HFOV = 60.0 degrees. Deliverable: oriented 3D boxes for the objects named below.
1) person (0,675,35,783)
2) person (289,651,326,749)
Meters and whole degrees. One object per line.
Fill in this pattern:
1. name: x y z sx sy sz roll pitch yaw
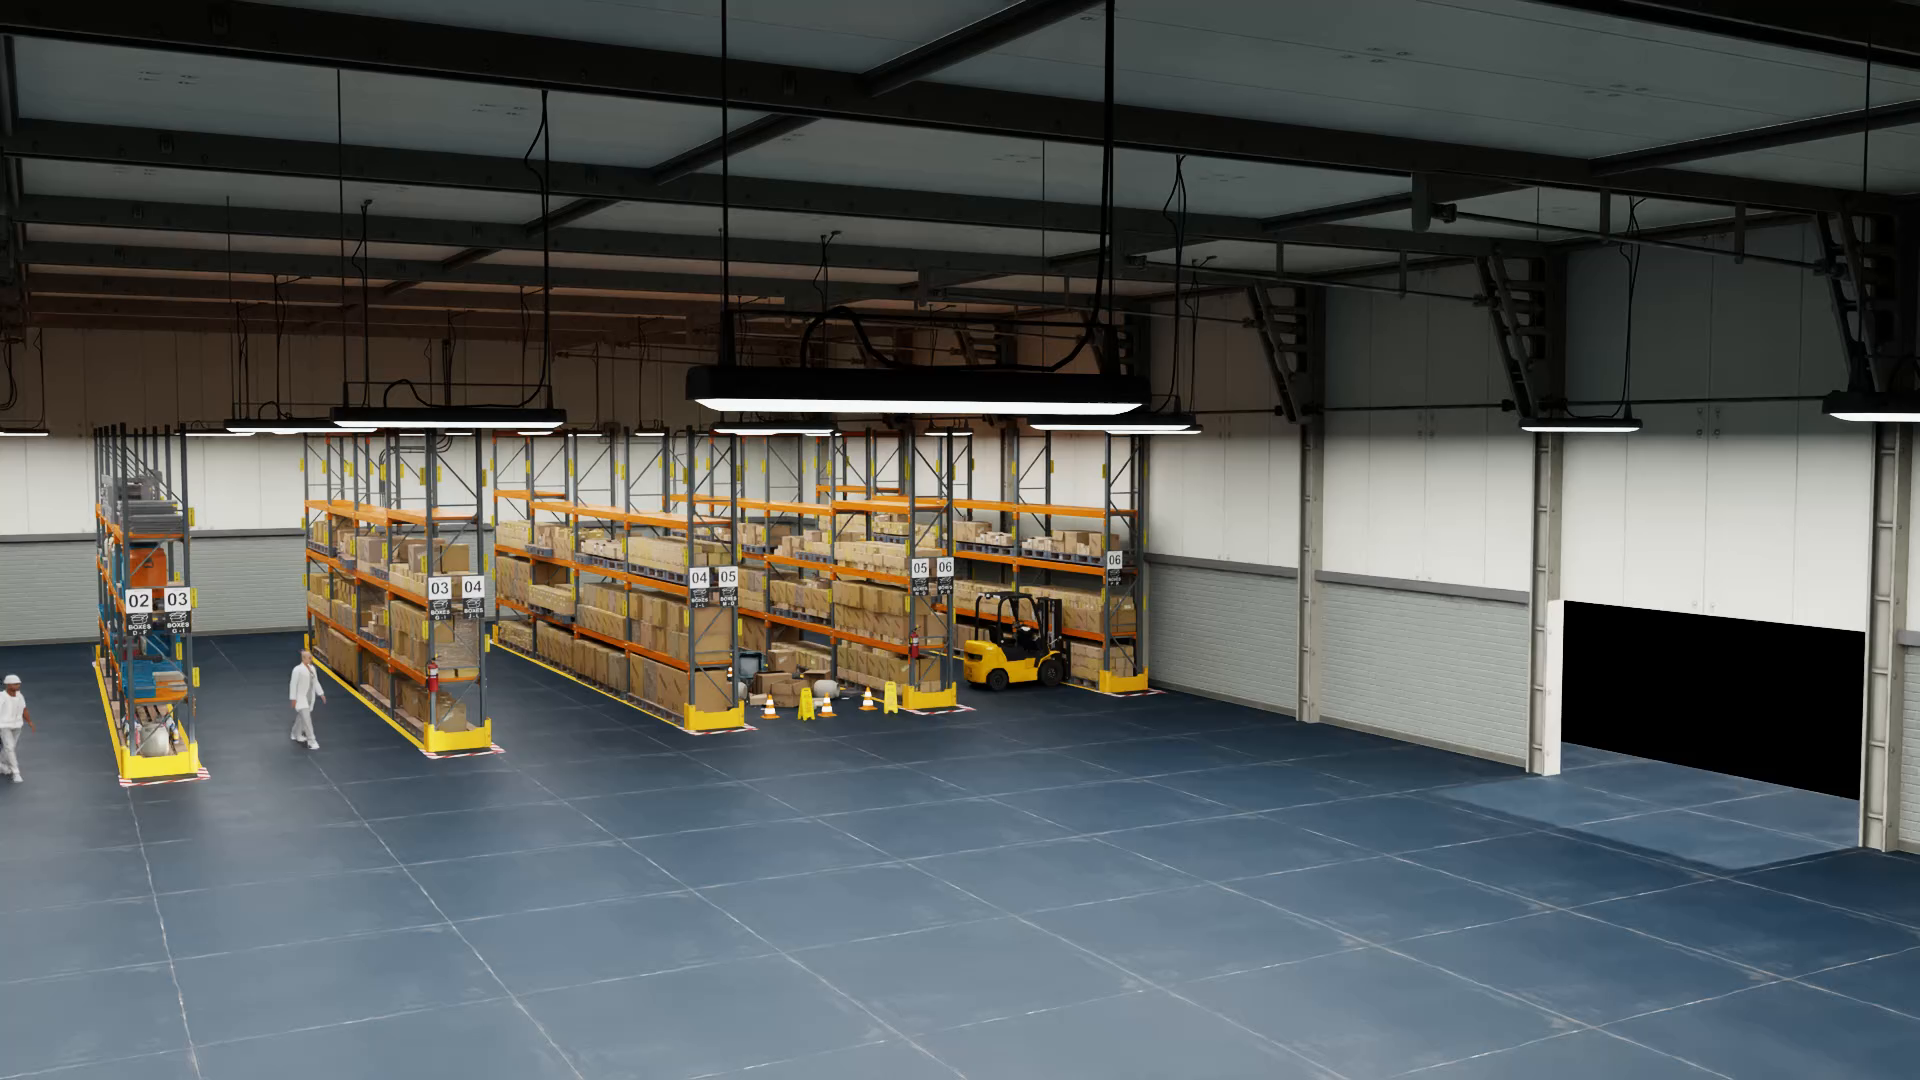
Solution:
1. person: -15.994 3.153 28.044 0.937 1.756 0.655 2 4 29
2. person: -12.228 2.963 31.099 1.026 1.770 0.678 2 4 31
